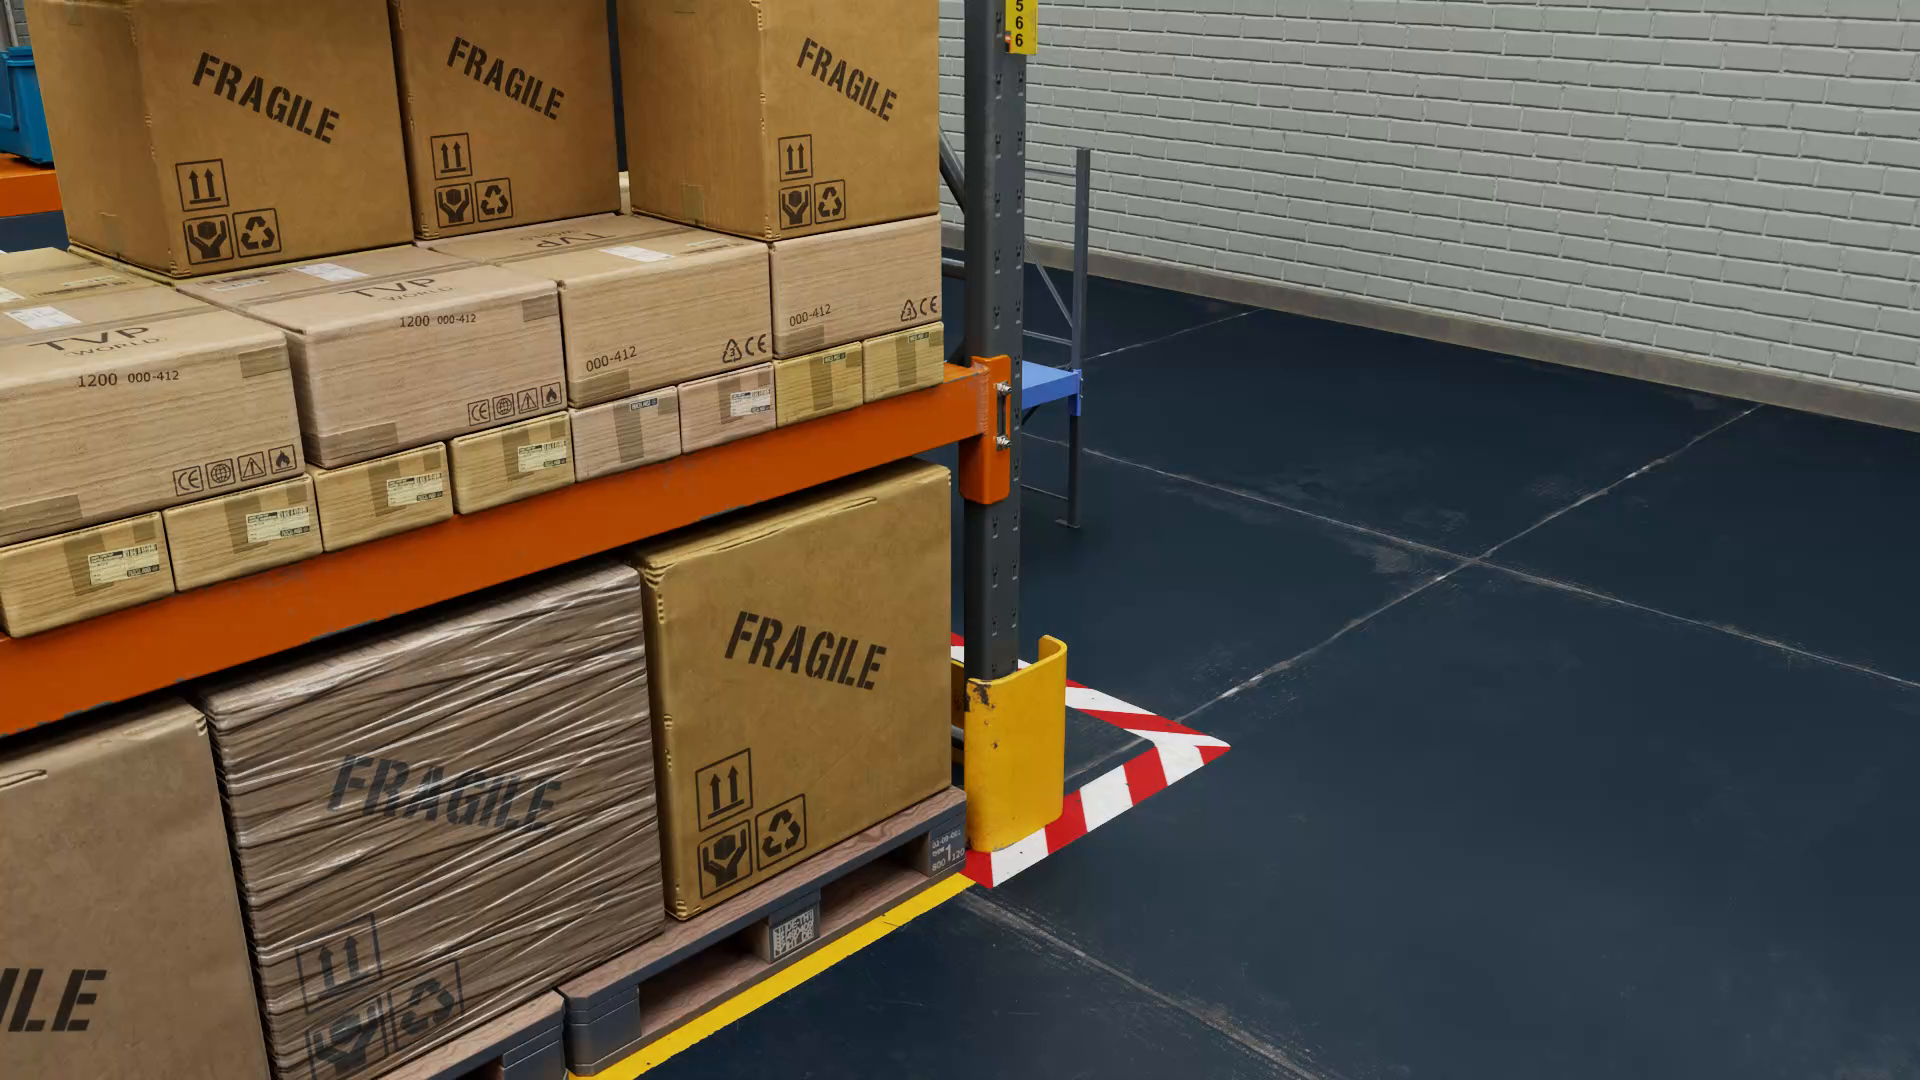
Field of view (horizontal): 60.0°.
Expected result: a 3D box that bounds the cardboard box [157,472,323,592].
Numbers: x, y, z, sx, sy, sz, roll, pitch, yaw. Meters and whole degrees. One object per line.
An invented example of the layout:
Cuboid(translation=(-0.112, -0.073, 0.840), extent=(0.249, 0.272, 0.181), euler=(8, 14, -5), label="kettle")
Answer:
Cuboid(translation=(-1.322, -0.060, 2.900), extent=(0.250, 0.149, 0.380), euler=(-19, 28, -41), label="cardboard box")

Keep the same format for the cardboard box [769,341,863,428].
Cuboid(translation=(-0.436, -0.386, 3.747), extent=(0.380, 0.149, 0.250), euler=(20, 28, 41), label="cardboard box")

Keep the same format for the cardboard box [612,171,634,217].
Cuboid(translation=(-0.772, -0.757, 4.158), extent=(0.500, 0.250, 0.500), euler=(18, 28, 39), label="cardboard box")

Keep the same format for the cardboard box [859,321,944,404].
Cuboid(translation=(-0.256, -0.453, 3.922), extent=(0.250, 0.149, 0.380), euler=(-20, 28, -41), label="cardboard box")

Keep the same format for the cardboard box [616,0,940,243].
Cuboid(translation=(-0.395, -0.972, 3.672), extent=(0.500, 0.500, 0.500), euler=(20, 29, 41), label="cardboard box")

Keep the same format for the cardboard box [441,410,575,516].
Cuboid(translation=(-0.967, -0.190, 3.238), extent=(0.380, 0.149, 0.250), euler=(18, 28, 39), label="cardboard box")

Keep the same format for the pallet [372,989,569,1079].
Cuboid(translation=(-1.596, 1.095, 3.432), extent=(1.003, 0.211, 1.213), euler=(19, 28, 41), label="pallet")

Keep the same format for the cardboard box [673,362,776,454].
Cuboid(translation=(-0.613, -0.321, 3.579), extent=(0.380, 0.149, 0.250), euler=(19, 28, 41), label="cardboard box")

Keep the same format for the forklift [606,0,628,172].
Cuboid(translation=(-2.016, -1.372, 6.058), extent=(3.031, 2.935, 1.130), euler=(-13, 25, -30), label="forklift")

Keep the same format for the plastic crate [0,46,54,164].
Cuboid(translation=(-3.892, -1.895, 7.192), extent=(0.616, 0.435, 0.499), euler=(19, 28, 41), label="plastic crate")

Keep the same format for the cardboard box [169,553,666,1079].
Cuboid(translation=(-1.267, 0.470, 3.547), extent=(0.875, 0.875, 0.875), euler=(19, 28, 41), label="cardboard box")

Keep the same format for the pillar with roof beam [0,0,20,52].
Cuboid(translation=(-6.542, -7.097, 12.495), extent=(9.100, 9.000, 0.400), euler=(19, 28, 41), label="pillar with roof beam")

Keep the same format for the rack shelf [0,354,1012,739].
Cuboid(translation=(-1.638, 0.106, 3.121), extent=(1.077, 0.370, 4.000), euler=(19, 28, 41), label="rack shelf")

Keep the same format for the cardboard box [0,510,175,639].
Cuboid(translation=(-1.503, 0.007, 2.724), extent=(0.380, 0.149, 0.250), euler=(18, 28, 39), label="cardboard box")

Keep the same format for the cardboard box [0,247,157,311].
Cuboid(translation=(-1.843, -0.358, 3.120), extent=(0.500, 0.250, 0.500), euler=(19, 28, 40), label="cardboard box")

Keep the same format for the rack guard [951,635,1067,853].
Cuboid(translation=(-0.227, 0.417, 4.794), extent=(1.175, 0.500, 0.348), euler=(19, 28, 41), label="rack guard")

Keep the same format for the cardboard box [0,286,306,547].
Cuboid(translation=(-1.461, -0.226, 2.776), extent=(0.500, 0.250, 0.500), euler=(19, 28, 41), label="cardboard box")

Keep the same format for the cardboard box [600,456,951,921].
Cuboid(translation=(-0.632, 0.236, 4.155), extent=(0.875, 0.875, 0.875), euler=(19, 28, 41), label="cardboard box")

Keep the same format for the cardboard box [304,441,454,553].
Cuboid(translation=(-1.148, -0.123, 3.064), extent=(0.380, 0.149, 0.250), euler=(19, 28, 41), label="cardboard box")

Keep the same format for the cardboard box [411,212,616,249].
Cuboid(translation=(-1.129, -0.622, 3.806), extent=(0.500, 0.250, 0.500), euler=(19, 28, 40), label="cardboard box")

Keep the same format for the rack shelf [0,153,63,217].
Cuboid(translation=(-5.187, -1.134, 6.346), extent=(1.077, 0.370, 4.000), euler=(19, 28, 41), label="rack shelf")

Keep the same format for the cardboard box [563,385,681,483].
Cuboid(translation=(-0.787, -0.257, 3.413), extent=(0.250, 0.149, 0.380), euler=(-20, 28, -41), label="cardboard box")

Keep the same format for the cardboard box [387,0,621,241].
Cuboid(translation=(-1.120, -0.979, 3.689), extent=(0.500, 0.500, 0.500), euler=(18, 28, 39), label="cardboard box")

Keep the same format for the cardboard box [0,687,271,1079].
Cuboid(translation=(-1.888, 0.699, 2.952), extent=(0.875, 0.875, 0.875), euler=(19, 28, 41), label="cardboard box")

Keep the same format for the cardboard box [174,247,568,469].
Cuboid(translation=(-1.100, -0.361, 3.127), extent=(0.500, 0.250, 0.500), euler=(18, 27, 39), label="cardboard box")

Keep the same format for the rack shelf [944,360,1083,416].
Cuboid(translation=(-0.059, -0.510, 6.313), extent=(0.538, 0.185, 1.000), euler=(19, 28, 41), label="rack shelf")

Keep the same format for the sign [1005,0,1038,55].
Cuboid(translation=(0.136, -1.256, 3.717), extent=(0.100, 0.325, 0.005), euler=(19, 28, 41), label="sign")

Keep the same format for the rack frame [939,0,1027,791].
Cuboid(translation=(-0.243, -0.744, 4.330), extent=(1.000, 3.000, 0.127), euler=(19, 28, 41), label="rack frame")

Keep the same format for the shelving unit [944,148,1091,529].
Cuboid(translation=(-0.059, -0.678, 6.248), extent=(0.538, 1.500, 1.048), euler=(19, 28, 41), label="shelving unit")

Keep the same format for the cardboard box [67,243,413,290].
Cuboid(translation=(-1.483, -0.494, 3.472), extent=(0.500, 0.250, 0.500), euler=(18, 27, 39), label="cardboard box")

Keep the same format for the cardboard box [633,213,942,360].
Cuboid(translation=(-0.391, -0.622, 3.806), extent=(0.500, 0.250, 0.500), euler=(19, 28, 40), label="cardboard box")

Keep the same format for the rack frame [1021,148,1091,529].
Cuboid(translation=(0.295, -0.809, 6.588), extent=(0.500, 1.500, 0.032), euler=(19, 28, 41), label="rack frame")

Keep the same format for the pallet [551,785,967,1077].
Cuboid(translation=(-0.745, 0.783, 4.244), extent=(1.003, 0.211, 1.213), euler=(19, 28, 41), label="pallet")

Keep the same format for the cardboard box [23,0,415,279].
Cuboid(translation=(-1.477, -0.844, 3.339), extent=(0.500, 0.500, 0.500), euler=(18, 28, 39), label="cardboard box")

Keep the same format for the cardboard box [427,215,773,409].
Cuboid(translation=(-0.746, -0.492, 3.467), extent=(0.500, 0.250, 0.500), euler=(19, 28, 40), label="cardboard box")
